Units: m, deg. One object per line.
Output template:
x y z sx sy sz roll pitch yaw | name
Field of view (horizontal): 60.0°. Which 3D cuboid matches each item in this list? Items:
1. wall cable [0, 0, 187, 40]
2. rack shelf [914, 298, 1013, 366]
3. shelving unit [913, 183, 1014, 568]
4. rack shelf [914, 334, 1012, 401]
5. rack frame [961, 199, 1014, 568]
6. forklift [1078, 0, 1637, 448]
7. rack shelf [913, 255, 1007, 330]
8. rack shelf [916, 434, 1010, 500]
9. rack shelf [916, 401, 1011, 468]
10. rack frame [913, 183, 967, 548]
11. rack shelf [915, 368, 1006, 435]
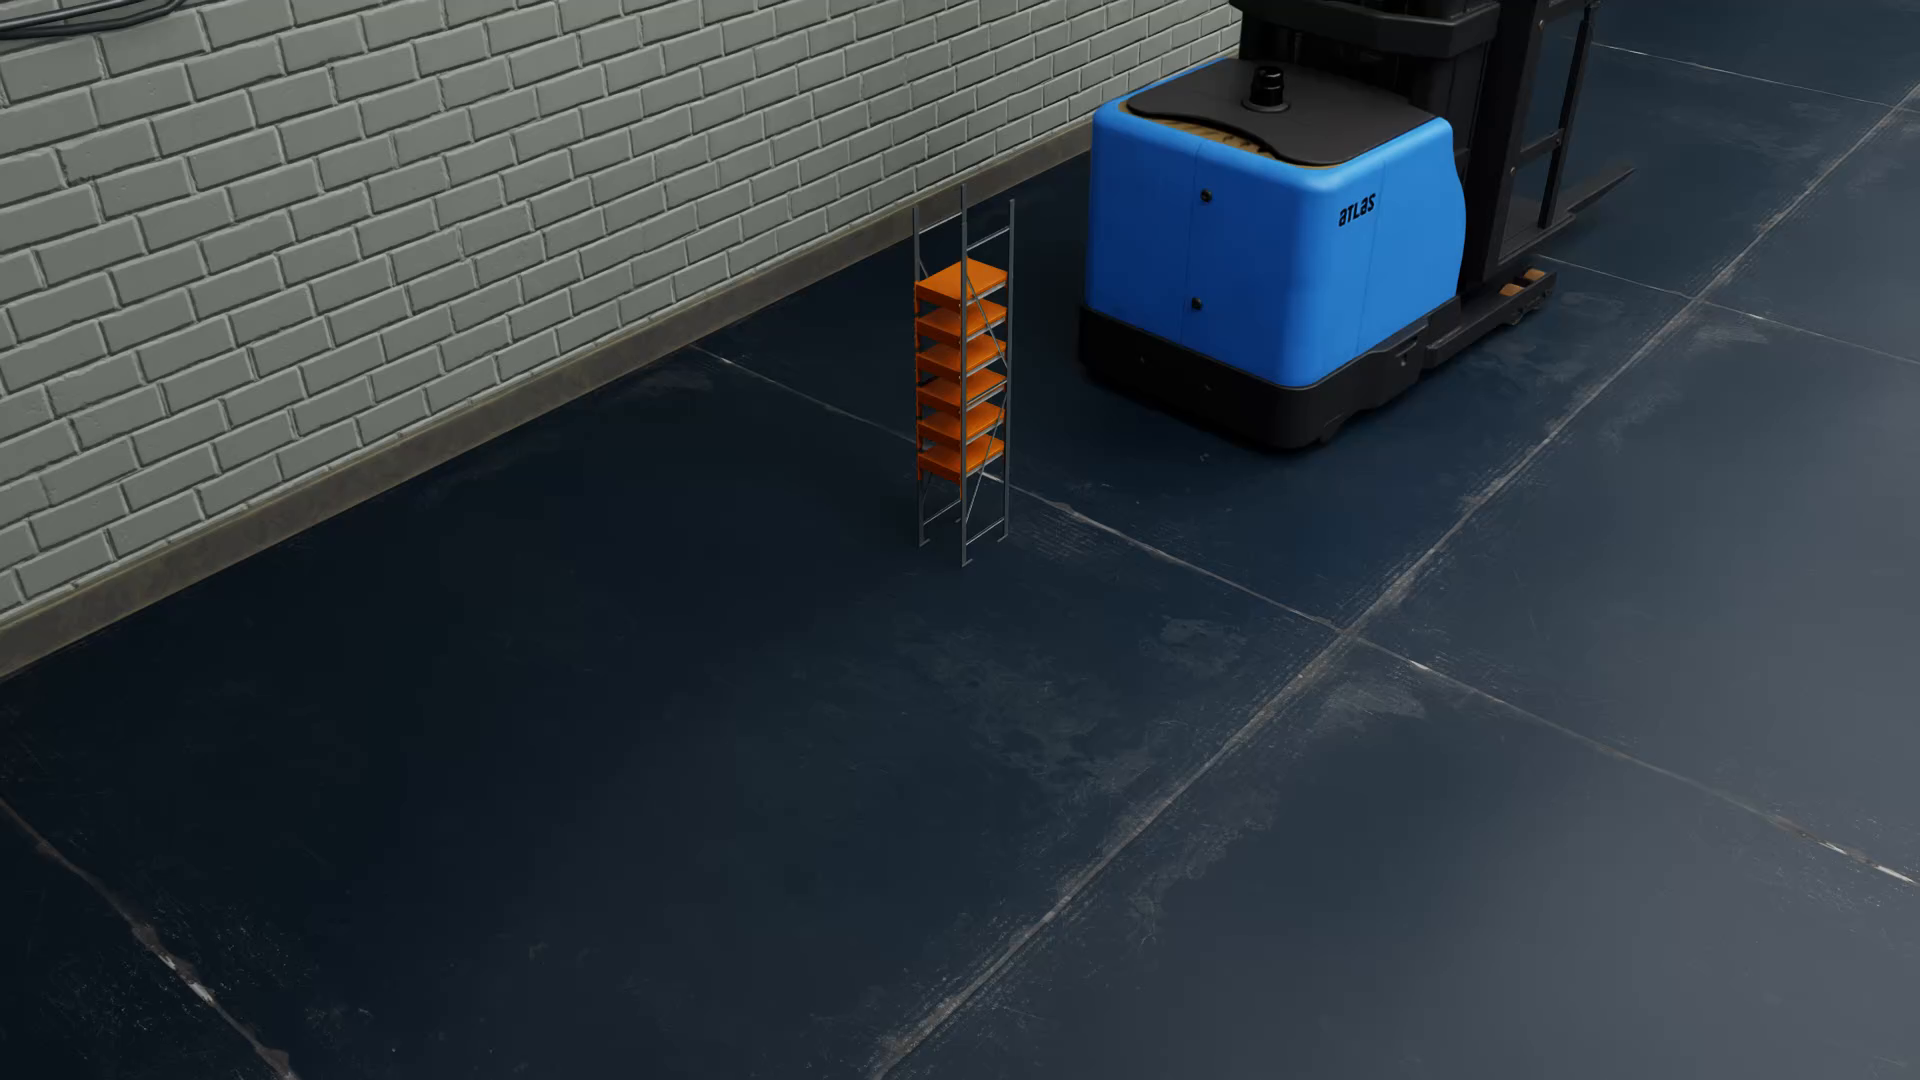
-2.978 -1.924 3.144 0.112 2.526 3.097 25 42 32 | wall cable
0.011 -0.651 5.091 0.180 0.103 0.258 25 42 32 | rack shelf
0.011 -0.489 5.201 0.189 1.200 0.258 25 42 32 | shelving unit
0.011 -0.552 5.158 0.180 0.103 0.258 25 42 32 | rack shelf
0.081 -0.456 5.153 0.006 1.200 0.240 25 42 32 | rack frame
1.839 -2.272 6.268 1.130 2.935 3.031 28 44 35 | forklift
0.011 -0.749 5.023 0.180 0.103 0.258 25 42 32 | rack shelf
0.011 -0.255 5.362 0.180 0.103 0.258 25 42 32 | rack shelf
0.011 -0.354 5.294 0.180 0.103 0.258 25 42 32 | rack shelf
-0.059 -0.523 5.250 0.006 1.200 0.240 25 42 32 | rack frame
0.011 -0.453 5.226 0.180 0.103 0.258 25 42 32 | rack shelf
